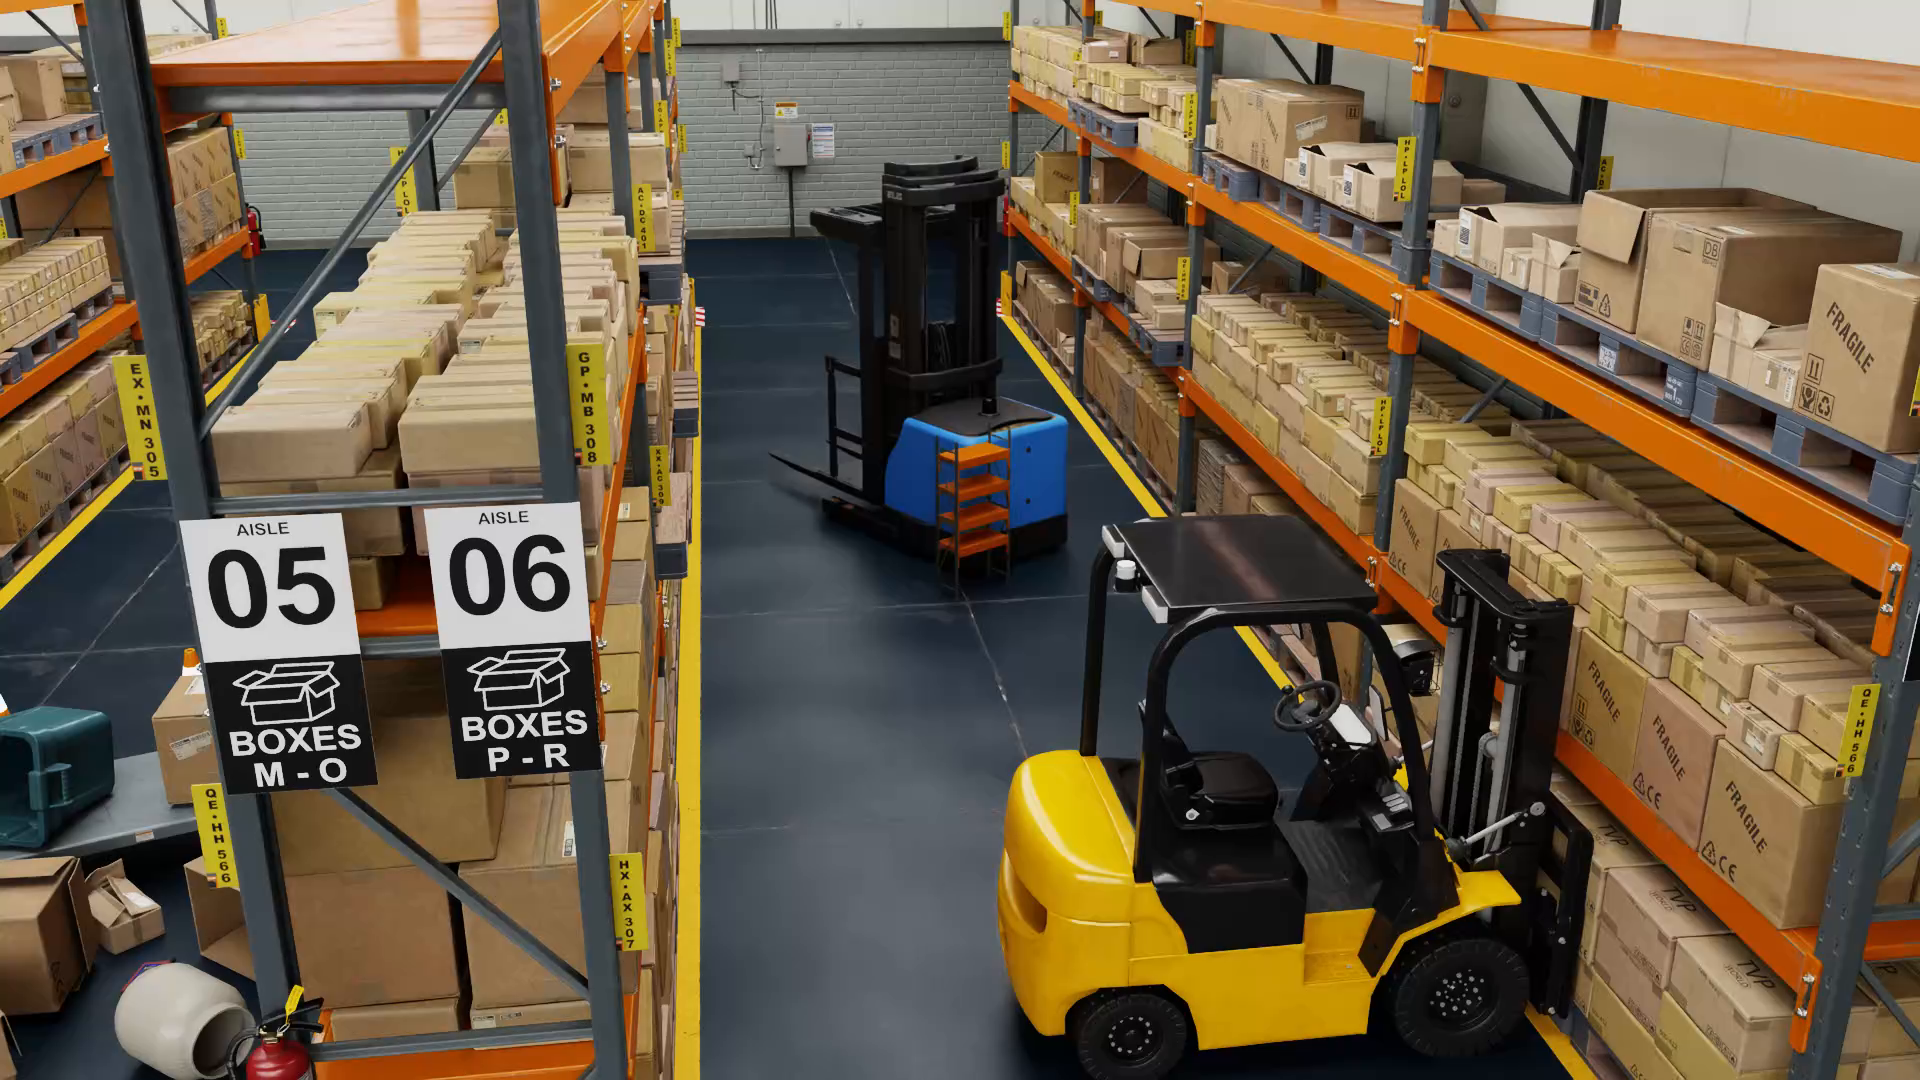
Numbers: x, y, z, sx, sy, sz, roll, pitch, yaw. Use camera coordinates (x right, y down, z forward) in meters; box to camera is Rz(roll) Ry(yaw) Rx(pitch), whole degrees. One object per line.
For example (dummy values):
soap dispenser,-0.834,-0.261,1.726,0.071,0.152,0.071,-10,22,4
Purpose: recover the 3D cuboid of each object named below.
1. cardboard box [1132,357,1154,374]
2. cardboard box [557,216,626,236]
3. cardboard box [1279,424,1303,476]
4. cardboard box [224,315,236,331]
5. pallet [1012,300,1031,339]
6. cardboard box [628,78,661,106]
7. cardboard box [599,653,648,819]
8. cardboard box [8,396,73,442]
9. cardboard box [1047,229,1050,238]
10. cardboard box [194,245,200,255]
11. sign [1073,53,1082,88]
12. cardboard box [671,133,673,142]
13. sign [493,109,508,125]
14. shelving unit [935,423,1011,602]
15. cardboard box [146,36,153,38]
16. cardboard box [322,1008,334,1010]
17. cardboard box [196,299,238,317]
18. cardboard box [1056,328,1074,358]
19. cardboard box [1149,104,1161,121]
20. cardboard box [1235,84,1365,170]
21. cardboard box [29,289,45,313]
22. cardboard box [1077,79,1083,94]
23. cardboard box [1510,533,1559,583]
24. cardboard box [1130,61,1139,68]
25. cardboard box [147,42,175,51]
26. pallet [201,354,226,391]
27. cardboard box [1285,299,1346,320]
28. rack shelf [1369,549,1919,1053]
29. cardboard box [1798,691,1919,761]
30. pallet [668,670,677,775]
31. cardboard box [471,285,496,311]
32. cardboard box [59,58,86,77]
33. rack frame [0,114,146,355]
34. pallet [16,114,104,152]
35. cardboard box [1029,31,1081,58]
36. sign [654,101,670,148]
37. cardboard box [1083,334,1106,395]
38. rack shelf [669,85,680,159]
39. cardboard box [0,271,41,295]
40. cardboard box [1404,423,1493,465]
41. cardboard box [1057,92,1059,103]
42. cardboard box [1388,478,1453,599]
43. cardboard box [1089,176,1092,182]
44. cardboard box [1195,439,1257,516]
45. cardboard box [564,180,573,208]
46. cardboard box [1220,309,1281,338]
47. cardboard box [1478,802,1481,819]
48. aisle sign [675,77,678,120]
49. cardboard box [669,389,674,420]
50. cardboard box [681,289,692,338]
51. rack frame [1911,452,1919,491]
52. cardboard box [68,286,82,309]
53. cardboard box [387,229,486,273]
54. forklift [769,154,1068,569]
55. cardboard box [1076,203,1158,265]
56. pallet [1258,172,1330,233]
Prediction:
cardboard box,1.781,-1.565,15.166,0.380,0.149,0.250,-3,21,-8
cardboard box,-1.708,-1.369,7.527,0.380,0.149,0.250,-3,21,-9
cardboard box,2.377,-0.583,10.704,0.500,0.250,0.500,-3,21,-7
cardboard box,-8.262,-2.415,18.445,0.380,0.149,0.250,-4,21,-10
pallet,1.225,-2.691,20.119,1.003,0.211,1.213,-3,21,-8
cardboard box,-2.902,-3.928,14.687,0.500,0.311,0.500,-3,21,-8
cardboard box,-1.453,0.772,6.293,0.500,0.500,0.500,-3,21,-9
cardboard box,-7.535,-0.969,13.423,0.500,0.250,0.500,-3,21,-7
cardboard box,1.174,-3.430,18.470,0.380,0.149,0.250,-3,21,-8
cardboard box,-8.272,-3.096,17.578,0.380,0.149,0.250,-4,21,-10
sign,1.139,-4.532,16.036,0.100,0.325,0.005,-3,21,-8
cardboard box,-3.387,-4.492,18.456,0.380,0.149,0.250,-2,21,-7
sign,-3.210,-2.937,11.654,0.100,0.325,0.005,-3,21,-8
shelving unit,0.095,-0.202,12.043,0.503,1.200,0.258,-16,26,-36
cardboard box,-8.856,-5.306,17.779,0.380,0.149,0.250,-2,21,-6
cardboard box,-1.918,1.409,5.516,0.380,0.149,0.250,-3,21,-8
cardboard box,-8.227,-2.559,18.405,0.380,0.149,0.250,-3,21,-9
cardboard box,1.252,-2.132,17.945,0.396,0.266,0.258,-2,21,-6
cardboard box,1.803,-3.609,13.948,0.380,0.149,0.250,-2,21,-6
cardboard box,2.286,-2.792,11.232,0.700,0.500,0.500,-3,21,-9
cardboard box,-7.644,-1.928,13.425,0.380,0.149,0.250,-2,21,-6
cardboard box,1.324,-4.322,15.830,0.380,0.149,0.250,-3,21,-7
cardboard box,2.770,0.073,7.664,0.380,0.149,0.250,-4,21,-9
cardboard box,1.834,-4.487,15.846,0.380,0.149,0.250,-3,21,-9
cardboard box,-8.205,-4.974,16.888,0.380,0.149,0.250,-2,21,-7
pallet,-8.431,-1.726,17.535,1.003,0.211,1.213,-3,21,-8
cardboard box,2.647,-1.693,12.391,0.380,0.149,0.250,-2,21,-6
rack shelf,3.116,0.885,7.588,1.077,0.370,4.000,-3,21,-8
cardboard box,3.145,0.637,5.729,0.380,0.149,0.250,-3,21,-8
pallet,-2.197,1.144,9.852,1.003,0.211,1.213,-3,21,-8
cardboard box,-2.148,-0.849,6.704,0.500,0.250,0.500,-3,21,-7
cardboard box,-7.922,-4.247,14.943,0.380,0.149,0.250,-3,21,-9
rack frame,-8.120,-2.378,15.296,1.000,3.000,0.127,-3,21,-8
pallet,-8.137,-3.476,14.218,1.213,0.211,1.003,-3,21,-8
cardboard box,1.054,-5.491,18.419,0.500,0.250,0.500,-3,21,-9
sign,-2.123,-2.952,11.806,0.100,0.325,0.005,-3,21,-8
cardboard box,1.522,-1.761,16.617,0.500,0.500,0.500,-2,21,-5
rack shelf,-3.525,-4.423,17.513,1.077,0.370,4.000,-3,21,-8
cardboard box,-7.642,-2.062,13.359,0.380,0.149,0.250,-3,21,-9
cardboard box,2.580,-0.509,8.797,0.380,0.149,0.250,-2,21,-7
cardboard box,1.228,-4.669,17.502,0.380,0.149,0.250,-2,21,-6
cardboard box,2.634,-0.025,8.852,0.500,0.500,0.500,-3,21,-9
cardboard box,1.427,-4.223,20.024,0.500,0.250,0.500,-2,21,-6
cardboard box,2.328,-0.397,12.786,0.875,0.625,0.625,-2,21,-6
cardboard box,-2.379,-1.795,9.062,0.500,0.250,0.500,-3,21,-7
cardboard box,2.108,-1.575,12.076,0.380,0.149,0.250,-2,21,-6
cardboard box,2.728,1.245,8.212,0.500,0.250,0.500,-3,21,-8
aisle sign,-3.517,-5.306,19.420,0.394,0.787,0.004,-3,21,-8
cardboard box,-2.107,-0.899,11.095,0.380,0.149,0.250,-3,21,-7
cardboard box,-3.479,-2.504,18.696,0.875,0.438,0.875,-2,21,-6
rack frame,3.405,-1.570,4.558,1.000,3.000,0.127,-3,21,-8
cardboard box,-7.759,-2.067,14.221,0.380,0.149,0.250,-4,21,-11
cardboard box,-2.265,-1.248,7.203,0.380,0.149,0.250,-4,21,-10
forklift,-0.478,-1.597,13.303,1.130,2.935,3.031,-16,26,-36
cardboard box,1.523,-2.979,16.162,0.700,0.500,0.500,-2,21,-6
pallet,2.602,-2.229,10.879,1.003,0.211,1.213,-2,21,-5
